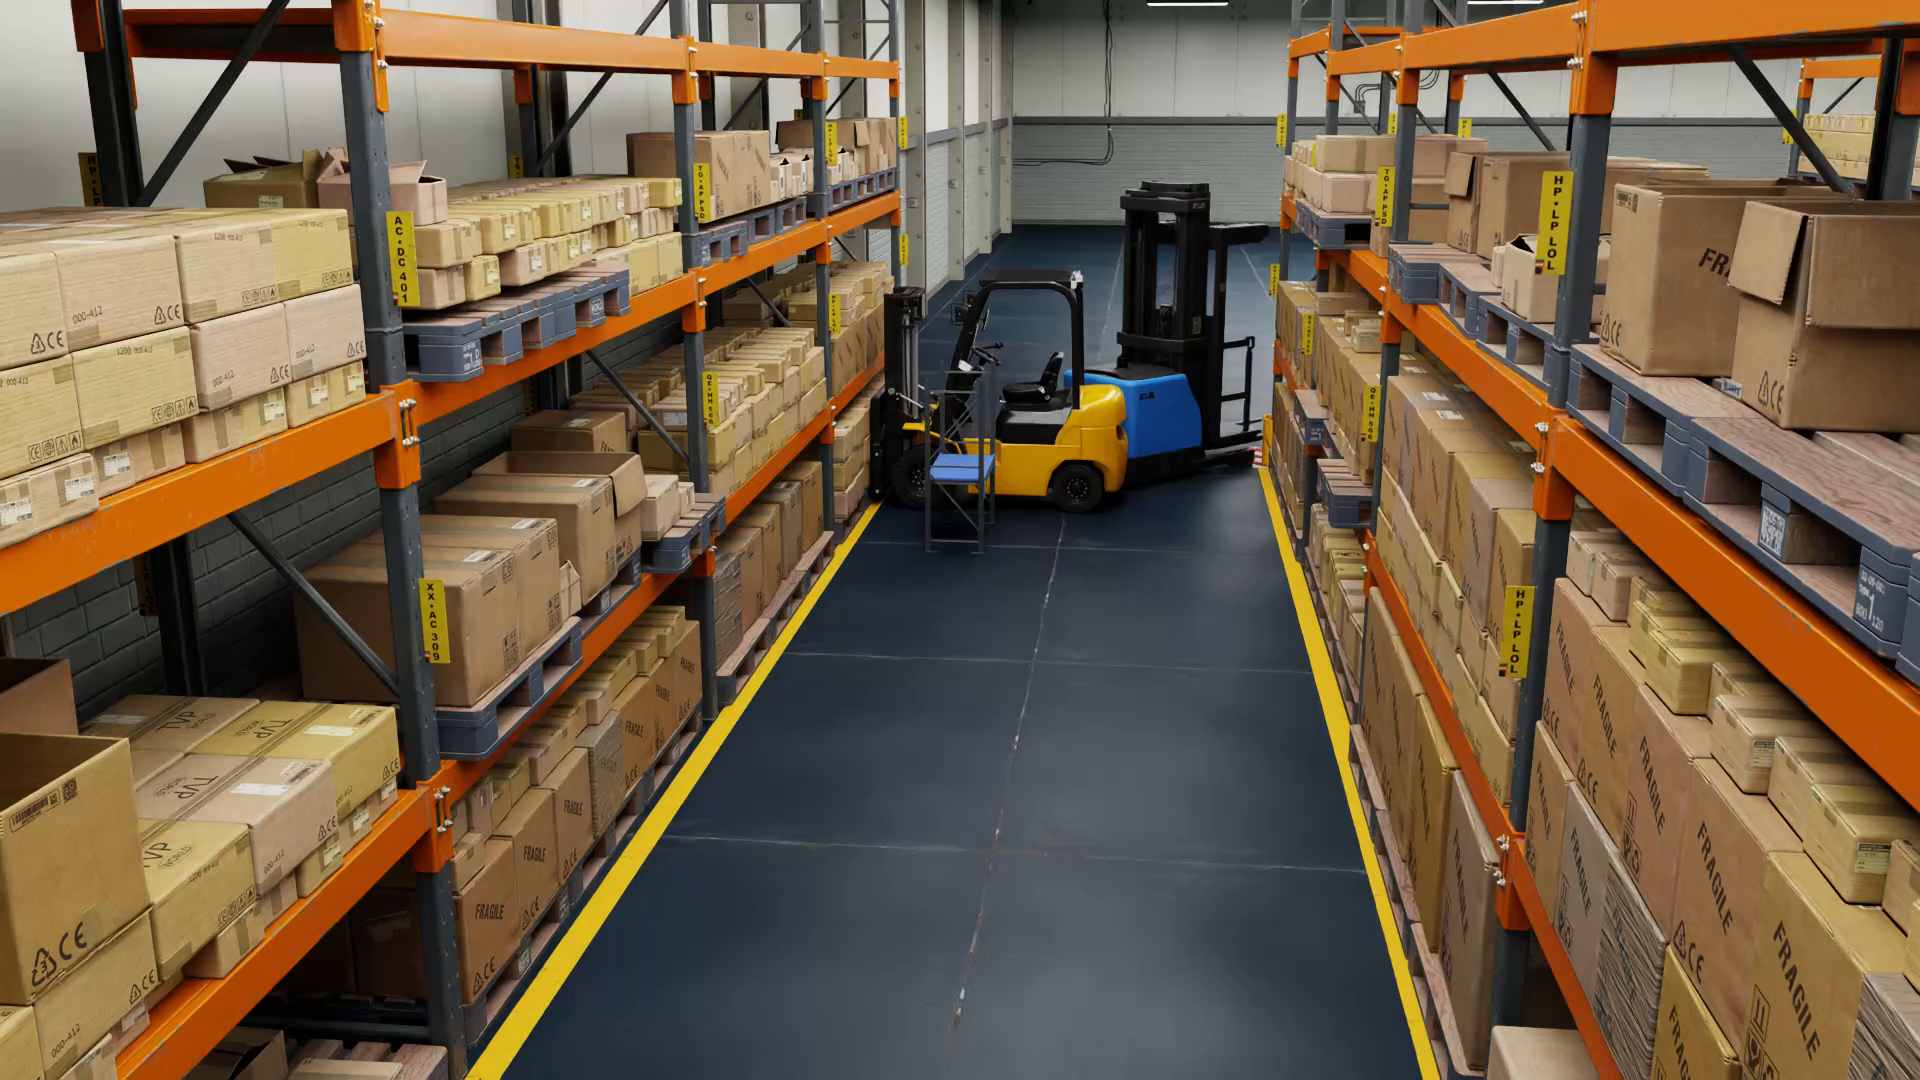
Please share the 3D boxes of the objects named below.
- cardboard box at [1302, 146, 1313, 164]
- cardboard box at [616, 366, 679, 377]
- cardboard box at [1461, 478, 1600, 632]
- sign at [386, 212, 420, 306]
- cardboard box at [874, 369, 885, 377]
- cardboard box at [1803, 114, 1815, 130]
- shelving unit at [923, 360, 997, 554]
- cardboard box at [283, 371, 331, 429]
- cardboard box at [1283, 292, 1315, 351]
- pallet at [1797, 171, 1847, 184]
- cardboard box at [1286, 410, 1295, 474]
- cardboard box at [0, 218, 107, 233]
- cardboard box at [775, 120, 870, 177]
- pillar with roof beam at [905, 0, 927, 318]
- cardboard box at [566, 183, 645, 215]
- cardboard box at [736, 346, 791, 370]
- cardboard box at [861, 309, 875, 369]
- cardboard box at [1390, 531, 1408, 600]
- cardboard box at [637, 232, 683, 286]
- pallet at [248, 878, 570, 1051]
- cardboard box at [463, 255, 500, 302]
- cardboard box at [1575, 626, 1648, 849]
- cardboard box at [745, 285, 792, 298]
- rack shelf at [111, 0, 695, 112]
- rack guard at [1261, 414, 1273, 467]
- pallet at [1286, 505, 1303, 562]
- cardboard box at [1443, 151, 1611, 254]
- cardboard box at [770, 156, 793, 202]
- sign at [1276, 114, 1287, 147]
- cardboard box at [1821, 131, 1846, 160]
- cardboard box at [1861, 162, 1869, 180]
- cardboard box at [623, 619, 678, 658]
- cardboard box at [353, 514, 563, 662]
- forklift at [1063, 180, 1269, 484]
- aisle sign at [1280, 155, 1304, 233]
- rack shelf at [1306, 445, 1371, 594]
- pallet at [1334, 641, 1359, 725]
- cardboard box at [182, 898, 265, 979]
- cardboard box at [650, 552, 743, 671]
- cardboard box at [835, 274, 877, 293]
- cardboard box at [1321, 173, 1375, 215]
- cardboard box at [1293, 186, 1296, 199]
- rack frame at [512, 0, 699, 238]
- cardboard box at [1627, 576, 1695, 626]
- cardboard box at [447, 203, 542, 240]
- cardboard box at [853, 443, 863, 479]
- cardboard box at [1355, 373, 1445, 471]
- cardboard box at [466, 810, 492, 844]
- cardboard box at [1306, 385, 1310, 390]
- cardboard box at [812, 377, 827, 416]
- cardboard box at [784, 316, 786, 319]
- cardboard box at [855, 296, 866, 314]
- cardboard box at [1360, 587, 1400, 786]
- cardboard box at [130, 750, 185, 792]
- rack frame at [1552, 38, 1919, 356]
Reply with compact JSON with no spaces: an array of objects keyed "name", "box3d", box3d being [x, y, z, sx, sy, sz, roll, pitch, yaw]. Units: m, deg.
[{"name":"cardboard box","box3d":[3.247,-3.431,14.811,0.380,0.149,0.250,2,15,7]},{"name":"cardboard box","box3d":[-2.181,-1.120,11.624,0.380,0.149,0.250,1,15,5]},{"name":"cardboard box","box3d":[2.298,0.061,6.585,0.500,0.500,0.500,2,15,7]},{"name":"sign","box3d":[-1.947,-0.980,5.801,0.100,0.325,0.005,2,15,6]},{"name":"cardboard box","box3d":[-0.875,-1.638,17.520,0.500,0.250,0.500,2,15,8]},{"name":"cardboard box","box3d":[8.376,-4.029,16.027,0.380,0.149,0.250,2,15,7]},{"name":"shelving unit","box3d":[0.010,-0.746,14.548,0.538,1.500,1.048,2,15,6]},{"name":"cardboard box","box3d":[-2.264,-0.457,5.342,0.380,0.149,0.250,2,15,6]},{"name":"cardboard box","box3d":[3.359,-2.074,15.823,0.500,0.500,0.500,1,15,5]},{"name":"pallet","box3d":[8.656,-3.356,15.750,1.003,0.211,1.213,2,15,6]},{"name":"cardboard box","box3d":[3.261,-0.889,15.229,0.500,0.500,0.500,3,15,9]},{"name":"cardboard box","box3d":[-2.868,-0.802,4.894,0.500,0.250,0.500,1,15,5]},{"name":"cardboard box","box3d":[-1.259,-3.622,15.370,0.797,0.503,0.637,2,15,8]},{"name":"pillar with roof beam","box3d":[3.525,-8.136,27.511,9.100,9.000,0.400,2,15,6]},{"name":"cardboard box","box3d":[-1.894,-1.812,8.823,0.380,0.149,0.250,1,15,4]},{"name":"cardboard box","box3d":[-1.483,-1.370,12.546,0.380,0.149,0.250,1,15,5]},{"name":"cardboard box","box3d":[-1.098,-1.923,15.837,0.500,0.500,0.500,2,15,7]},{"name":"cardboard box","box3d":[2.552,0.137,8.695,0.500,0.250,0.500,1,15,5]},{"name":"cardboard box","box3d":[-1.852,-1.569,9.258,0.500,0.250,0.500,1,15,4]},{"name":"pallet","box3d":[-2.432,1.838,7.461,1.003,0.211,1.213,2,15,6]},{"name":"cardboard box","box3d":[-1.994,-1.006,6.373,0.380,0.149,0.250,2,15,7]},{"name":"cardboard box","box3d":[2.088,0.565,4.717,0.500,0.500,0.500,1,15,6]},{"name":"cardboard box","box3d":[-1.747,-2.234,15.173,0.380,0.149,0.250,1,15,5]},{"name":"rack shelf","box3d":[-2.261,-2.170,7.594,1.077,0.370,4.000,2,15,6]},{"name":"rack guard","box3d":[3.791,-1.037,17.539,1.175,0.500,0.348,2,15,6]},{"name":"pallet","box3d":[3.389,-0.055,14.460,1.003,0.211,1.213,2,15,6]},{"name":"cardboard box","box3d":[3.005,-1.787,8.774,0.797,0.503,0.637,1,15,3]},{"name":"cardboard box","box3d":[-1.510,-2.633,12.081,0.500,0.311,0.500,1,15,4]},{"name":"sign","box3d":[3.261,-4.149,16.838,0.100,0.325,0.005,2,15,6]},{"name":"cardboard box","box3d":[8.364,-3.664,15.442,0.500,0.250,0.500,2,15,6]},{"name":"cardboard box","box3d":[8.202,-3.248,14.668,0.380,0.149,0.250,2,15,7]},{"name":"cardboard box","box3d":[-1.839,0.565,9.569,0.380,0.149,0.250,1,15,3]},{"name":"cardboard box","box3d":[-2.151,0.200,7.181,0.700,0.500,0.500,2,15,7]},{"name":"forklift","box3d":[2.493,-2.269,17.437,3.031,2.935,1.130,-13,20,-39]},{"name":"aisle sign","box3d":[3.499,-3.543,17.039,0.394,0.787,0.004,2,15,6]},{"name":"rack shelf","box3d":[3.123,-0.360,11.624,1.077,0.370,4.000,2,15,6]},{"name":"pallet","box3d":[2.987,0.955,10.725,1.003,0.211,1.213,2,15,6]},{"name":"cardboard box","box3d":[-2.342,1.186,5.011,0.380,0.149,0.250,1,15,5]},{"name":"cardboard box","box3d":[-1.951,0.449,11.001,0.875,0.625,0.625,2,15,8]},{"name":"cardboard box","box3d":[-1.008,-2.480,16.084,0.380,0.149,0.250,2,15,7]},{"name":"cardboard box","box3d":[2.793,-2.401,11.533,0.500,0.250,0.500,2,15,6]},{"name":"cardboard box","box3d":[3.435,-3.375,16.132,0.380,0.149,0.250,2,15,8]},{"name":"rack frame","box3d":[-2.035,-3.229,9.366,1.000,3.000,0.127,2,15,6]},{"name":"cardboard box","box3d":[2.152,0.214,4.775,0.380,0.149,0.250,2,15,6]},{"name":"cardboard box","box3d":[-2.014,-1.353,7.089,0.380,0.149,0.250,2,15,7]},{"name":"cardboard box","box3d":[-1.168,-0.735,15.138,0.500,0.250,0.500,2,15,6]},{"name":"cardboard box","box3d":[2.672,-0.709,9.971,0.500,0.500,0.500,1,15,5]},{"name":"cardboard box","box3d":[-2.227,1.235,7.088,0.380,0.149,0.250,1,15,5]},{"name":"cardboard box","box3d":[3.082,-1.197,13.823,0.380,0.149,0.250,2,15,6]},{"name":"cardboard box","box3d":[-1.381,-1.160,13.493,0.500,0.250,0.500,2,15,8]},{"name":"cardboard box","box3d":[-1.780,-2.026,14.974,0.380,0.149,0.250,2,15,7]},{"name":"cardboard box","box3d":[-1.092,-2.208,15.646,0.380,0.149,0.250,1,15,5]},{"name":"cardboard box","box3d":[2.737,0.811,9.181,0.875,0.875,0.875,2,15,6]},{"name":"cardboard box","box3d":[-2.860,0.884,5.366,0.500,0.250,0.500,2,15,6]},{"name":"rack frame","box3d":[2.446,-2.047,4.992,1.000,3.000,0.127,2,15,6]}]
